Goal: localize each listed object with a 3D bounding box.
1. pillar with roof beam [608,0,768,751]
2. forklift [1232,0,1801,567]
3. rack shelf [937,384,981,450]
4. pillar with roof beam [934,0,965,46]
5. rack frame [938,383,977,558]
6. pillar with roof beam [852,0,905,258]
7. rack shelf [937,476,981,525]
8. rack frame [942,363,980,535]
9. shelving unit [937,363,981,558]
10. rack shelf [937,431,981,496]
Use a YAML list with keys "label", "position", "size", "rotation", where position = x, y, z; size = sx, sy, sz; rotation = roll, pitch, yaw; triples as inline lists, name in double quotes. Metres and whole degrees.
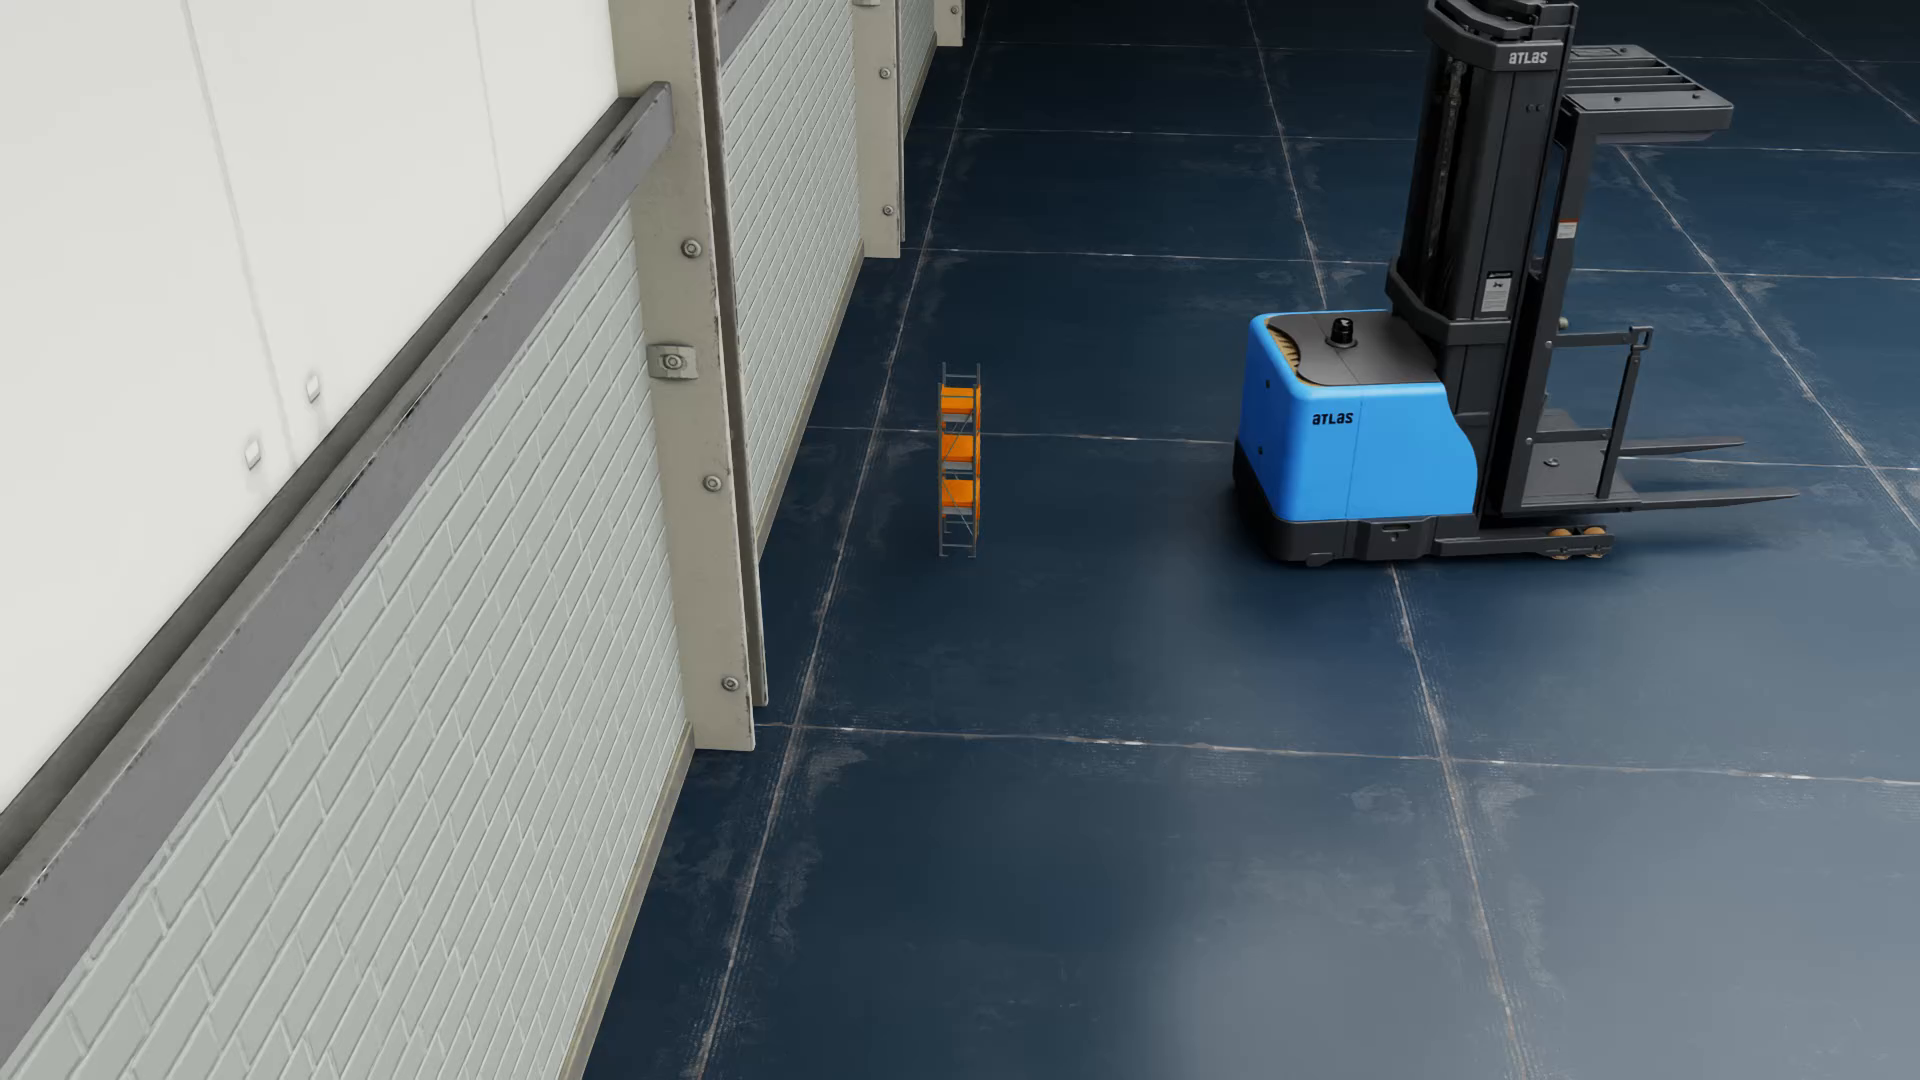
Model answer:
- label: "pillar with roof beam"
  position: [3.199, -2.784, 5.190]
  size: [9.100, 9.000, 0.400]
  rotation: [2, 32, 4]
- label: "forklift"
  position: [3.140, -1.414, 8.751]
  size: [3.031, 2.935, 1.130]
  rotation: [-3, 32, -4]
- label: "rack shelf"
  position: [-0.004, -0.652, 8.786]
  size: [0.215, 0.259, 0.240]
  rotation: [2, 32, 4]
- label: "pillar with roof beam"
  position: [4.176, -9.058, 15.372]
  size: [9.100, 9.000, 0.400]
  rotation: [2, 32, 4]
- label: "rack frame"
  position: [-0.014, -0.355, 8.826]
  size: [0.200, 1.050, 0.008]
  rotation: [2, 32, 4]
- label: "pillar with roof beam"
  position: [3.688, -5.921, 10.281]
  size: [9.100, 9.000, 0.400]
  rotation: [2, 32, 4]
- label: "rack shelf"
  position: [-0.004, -0.173, 9.081]
  size: [0.215, 0.259, 0.240]
  rotation: [2, 32, 4]
- label: "rack frame"
  position: [0.006, -0.483, 9.033]
  size: [0.200, 1.050, 0.008]
  rotation: [2, 32, 4]
- label: "shelving unit"
  position: [-0.004, -0.419, 8.929]
  size: [0.215, 1.050, 0.252]
  rotation: [2, 32, 4]
- label: "rack shelf"
  position: [-0.004, -0.410, 8.935]
  size: [0.215, 0.259, 0.240]
  rotation: [2, 32, 4]
